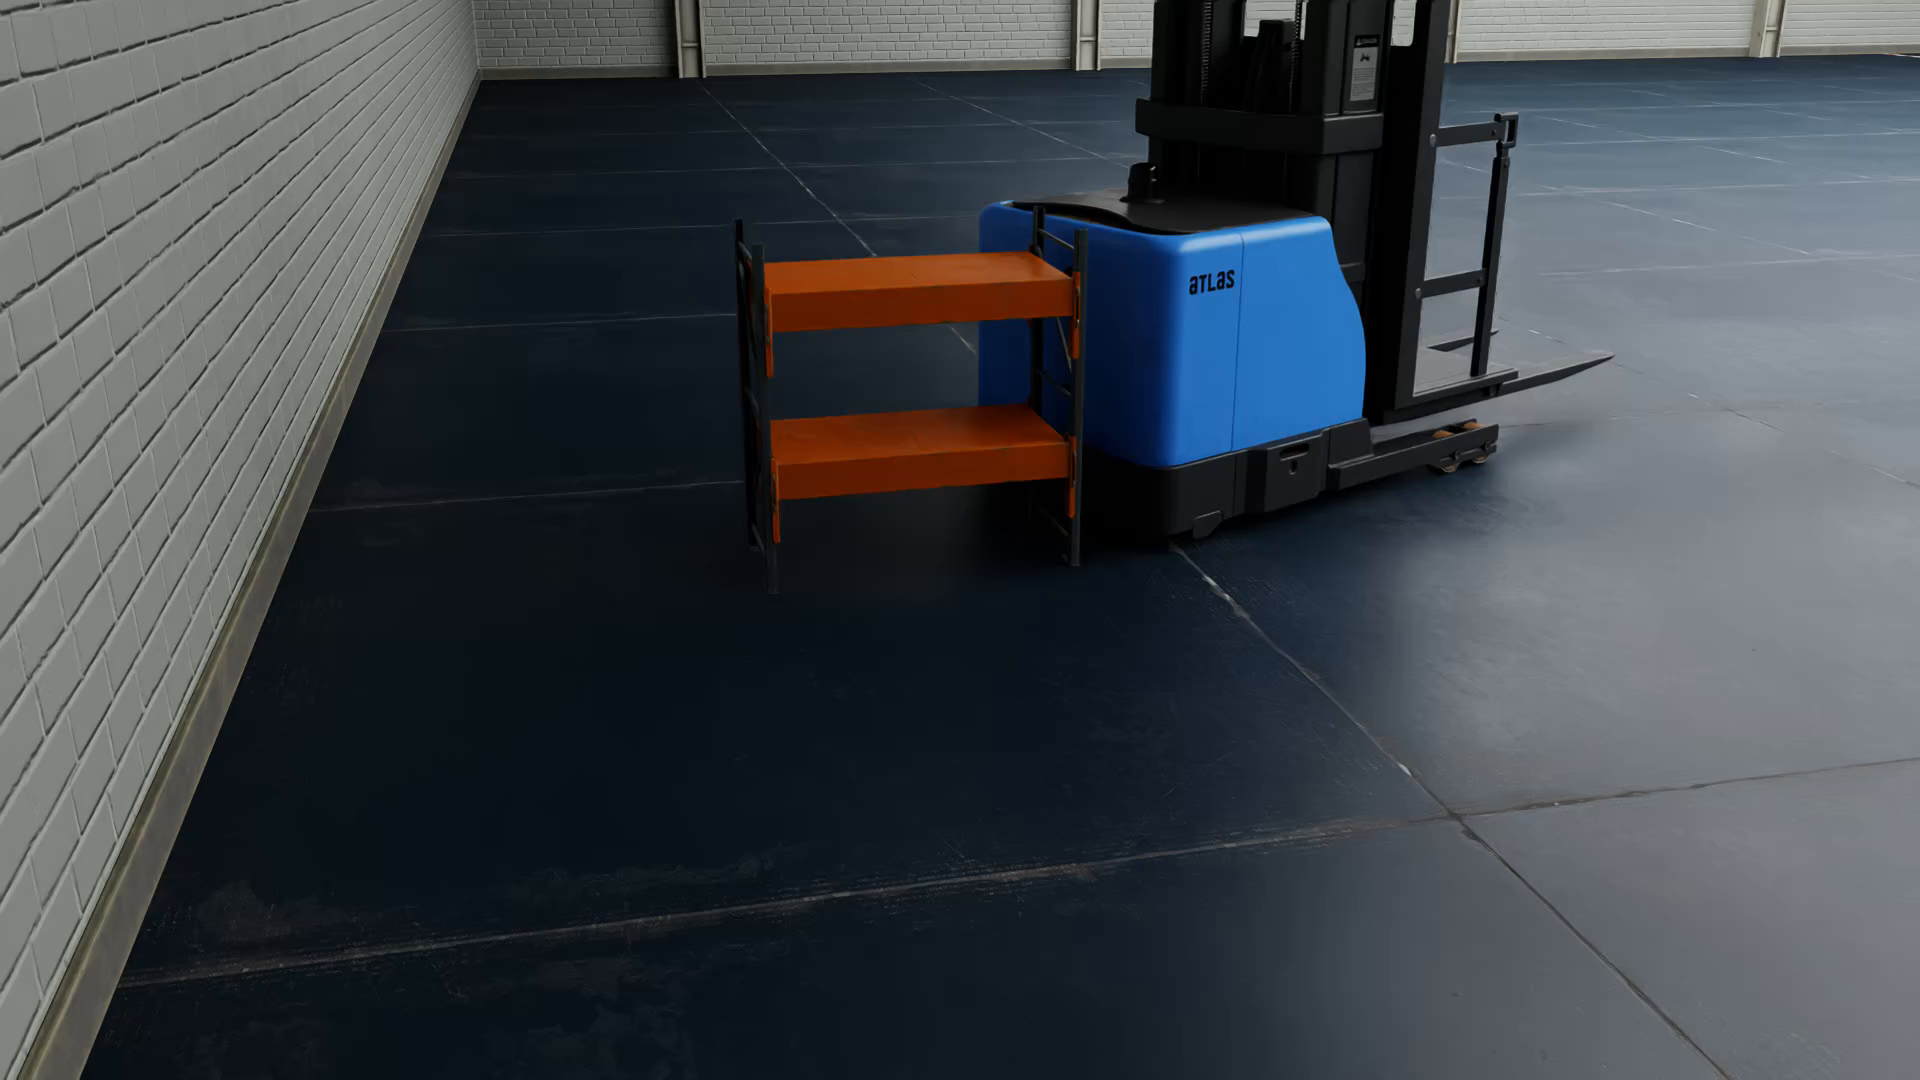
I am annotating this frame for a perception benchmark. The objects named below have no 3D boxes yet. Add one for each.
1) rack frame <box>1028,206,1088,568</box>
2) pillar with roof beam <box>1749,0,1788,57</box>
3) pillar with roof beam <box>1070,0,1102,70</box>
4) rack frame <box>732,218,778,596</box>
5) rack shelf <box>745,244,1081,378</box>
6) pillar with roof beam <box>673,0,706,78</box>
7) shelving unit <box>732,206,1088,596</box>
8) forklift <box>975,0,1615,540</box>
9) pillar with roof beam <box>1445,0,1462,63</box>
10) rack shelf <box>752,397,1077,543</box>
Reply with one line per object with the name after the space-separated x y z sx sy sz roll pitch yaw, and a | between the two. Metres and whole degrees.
0.323 -0.520 5.600 0.032 1.125 0.500 -5 21 -14 | rack frame
14.593 -10.969 22.677 0.400 9.000 9.100 -5 21 -12 | pillar with roof beam
2.915 -10.019 20.084 0.400 9.000 9.100 -5 21 -12 | pillar with roof beam
-0.662 -0.433 5.362 0.032 1.125 0.500 -5 21 -14 | rack frame
-0.169 -0.752 5.380 1.000 0.278 0.538 -5 21 -14 | rack shelf
-2.924 -9.545 18.788 0.400 9.000 9.100 -5 21 -12 | pillar with roof beam
-0.169 -0.477 5.481 1.048 1.125 0.538 -5 21 -14 | shelving unit
1.528 -1.768 6.379 3.031 2.935 1.130 -15 25 -35 | forklift
8.754 -10.494 21.380 0.400 9.000 9.100 -5 21 -12 | pillar with roof beam
-0.169 -0.247 5.565 1.000 0.278 0.538 -5 21 -14 | rack shelf
